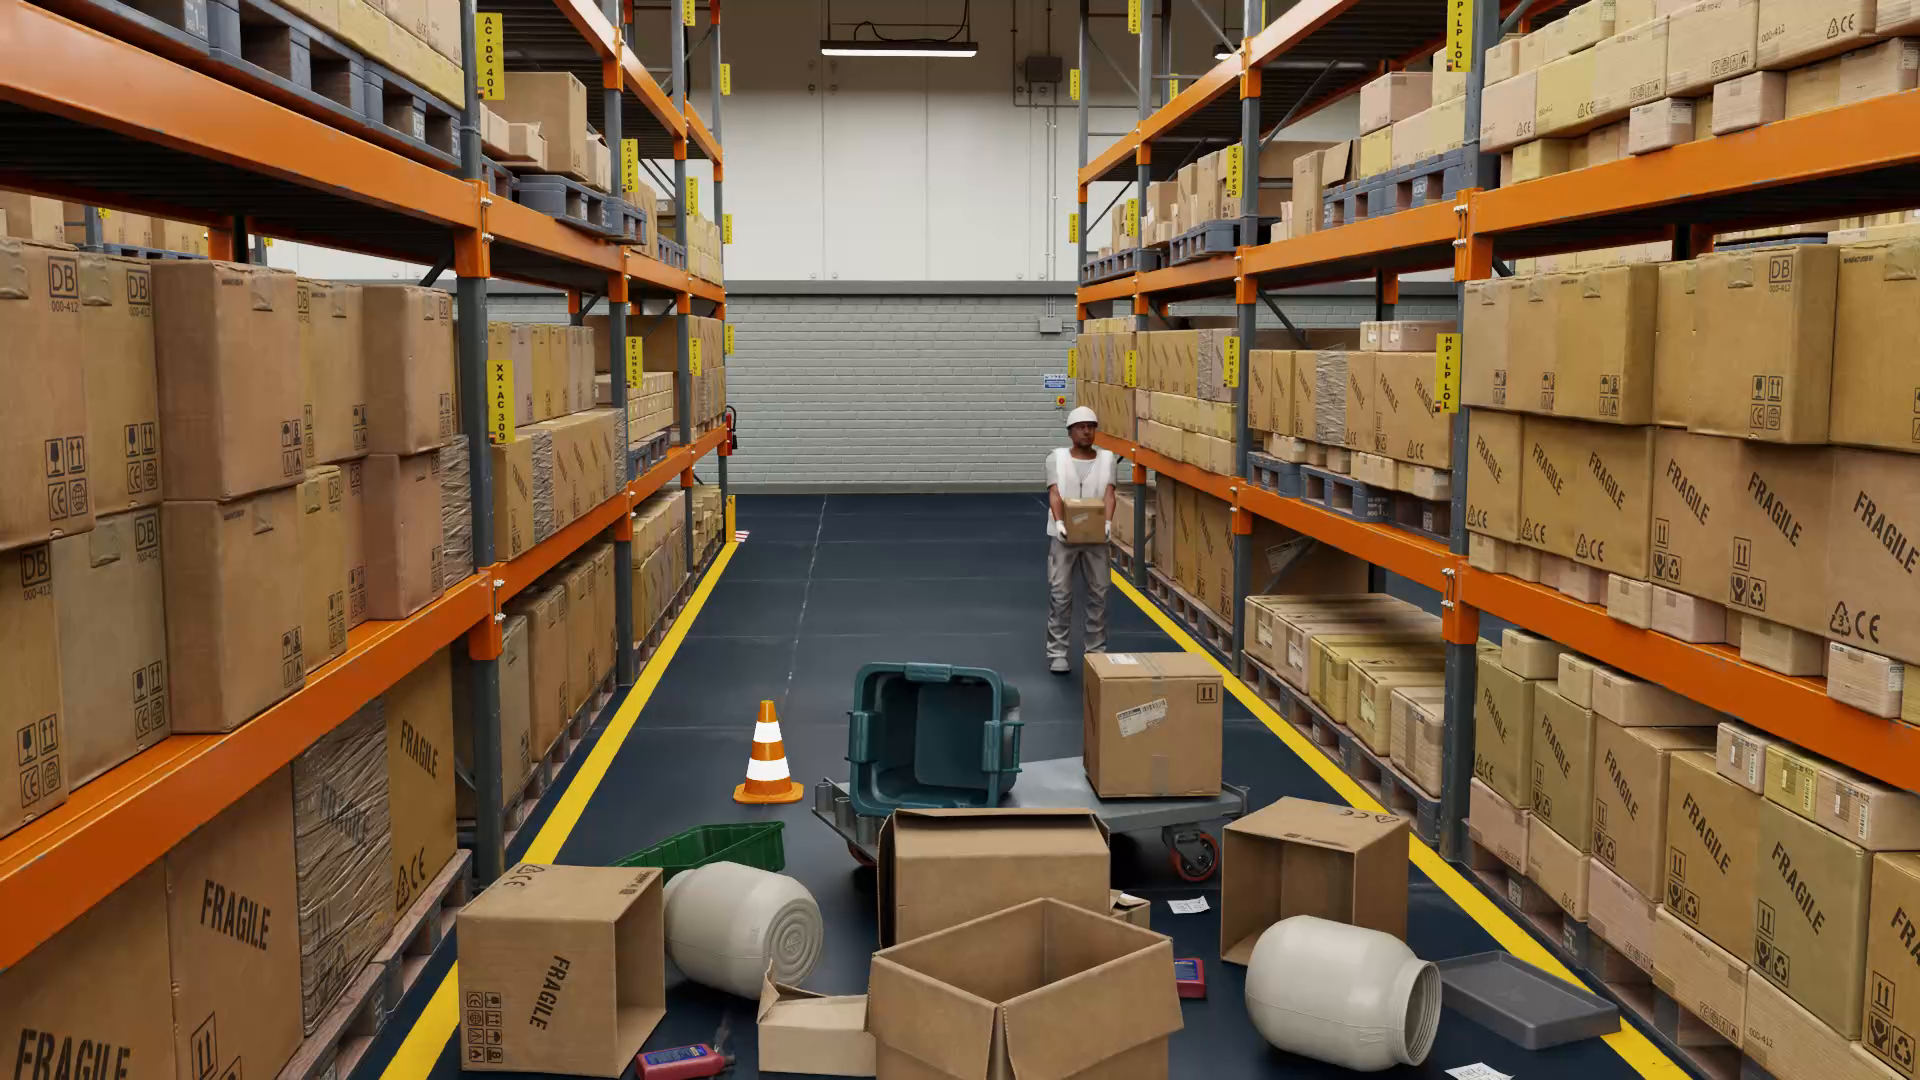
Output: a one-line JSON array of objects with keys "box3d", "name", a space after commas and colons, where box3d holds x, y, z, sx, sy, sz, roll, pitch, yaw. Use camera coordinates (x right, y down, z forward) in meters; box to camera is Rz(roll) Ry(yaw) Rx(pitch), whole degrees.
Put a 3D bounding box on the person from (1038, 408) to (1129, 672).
[{"box3d": [0.831, -0.002, 11.203, 0.629, 1.775, 0.445, -1, 7, -7], "name": "person"}]
